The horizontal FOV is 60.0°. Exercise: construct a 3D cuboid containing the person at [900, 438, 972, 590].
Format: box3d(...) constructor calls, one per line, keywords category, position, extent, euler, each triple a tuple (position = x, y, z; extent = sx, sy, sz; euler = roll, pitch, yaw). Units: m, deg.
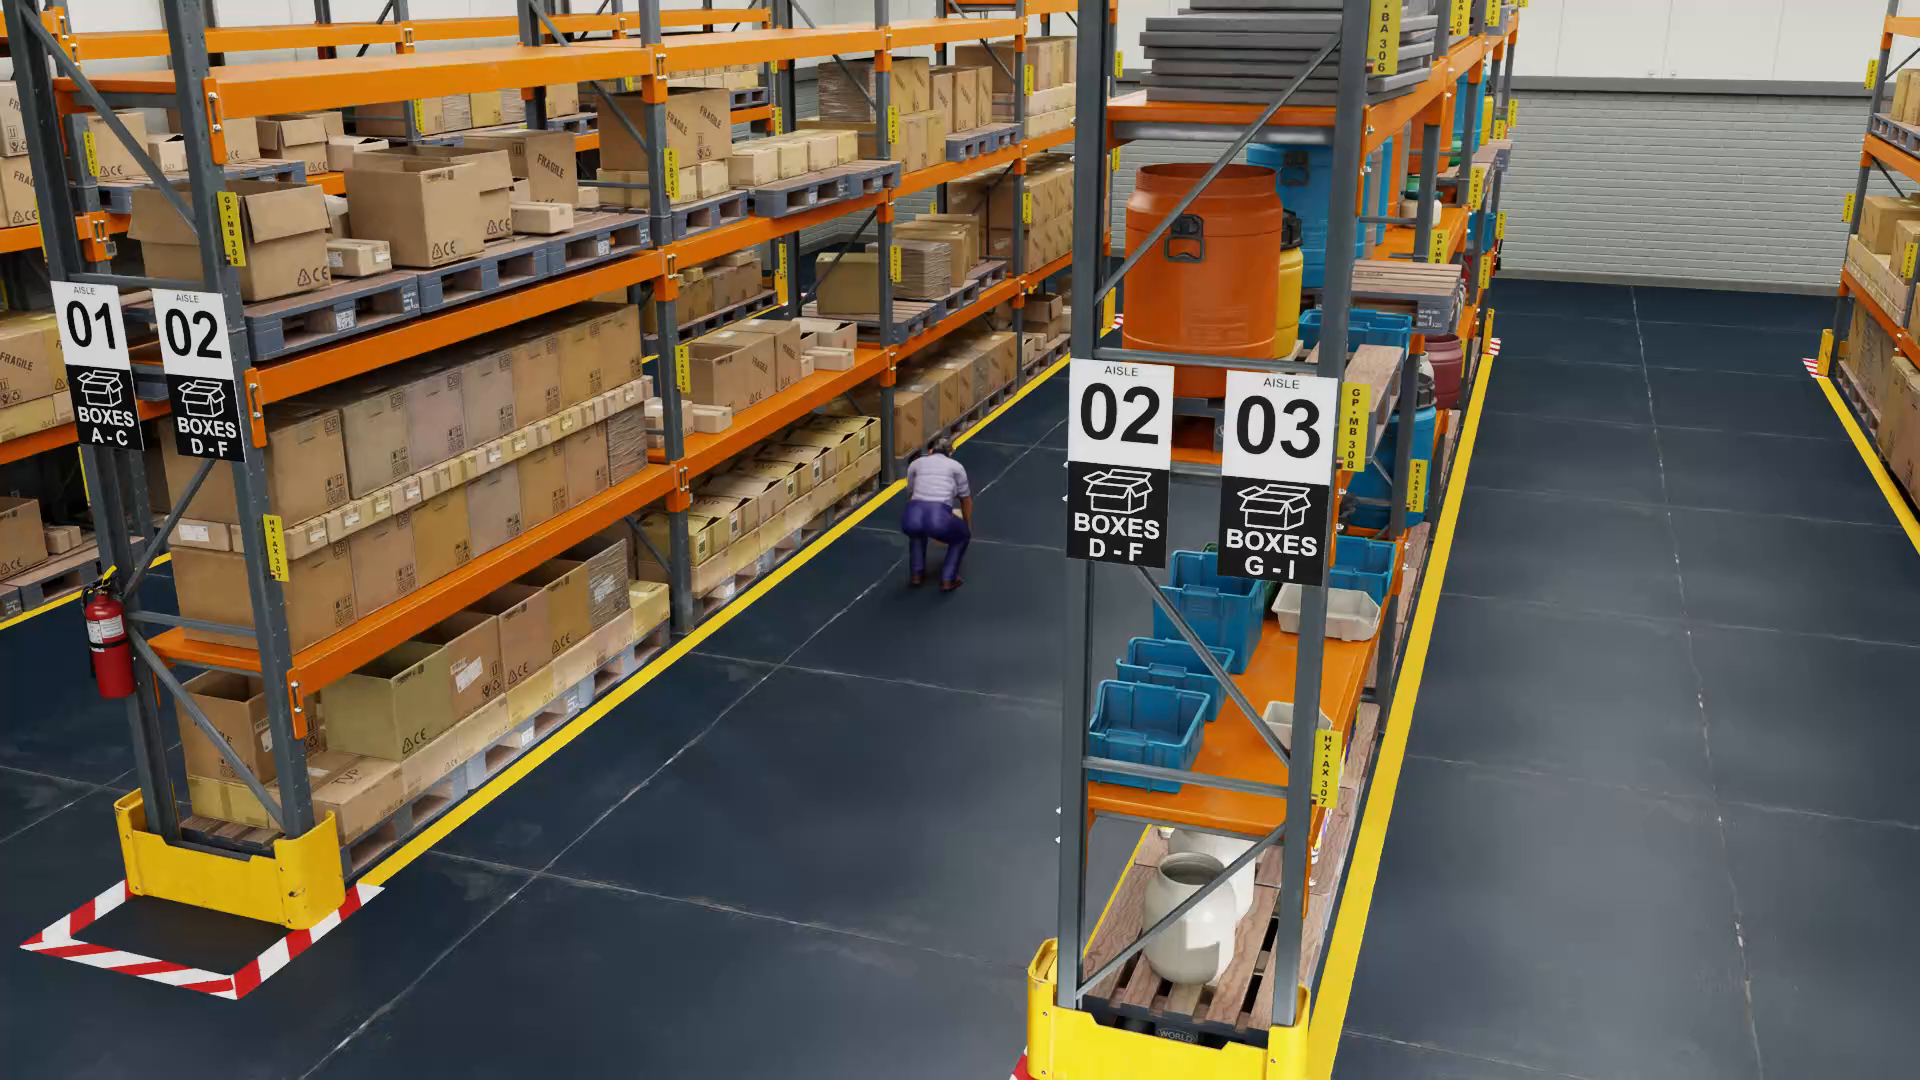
box3d(category="person", position=(-0.208, -0.193, 13.014), extent=(0.538, 1.099, 0.768), euler=(6, 20, 18))
